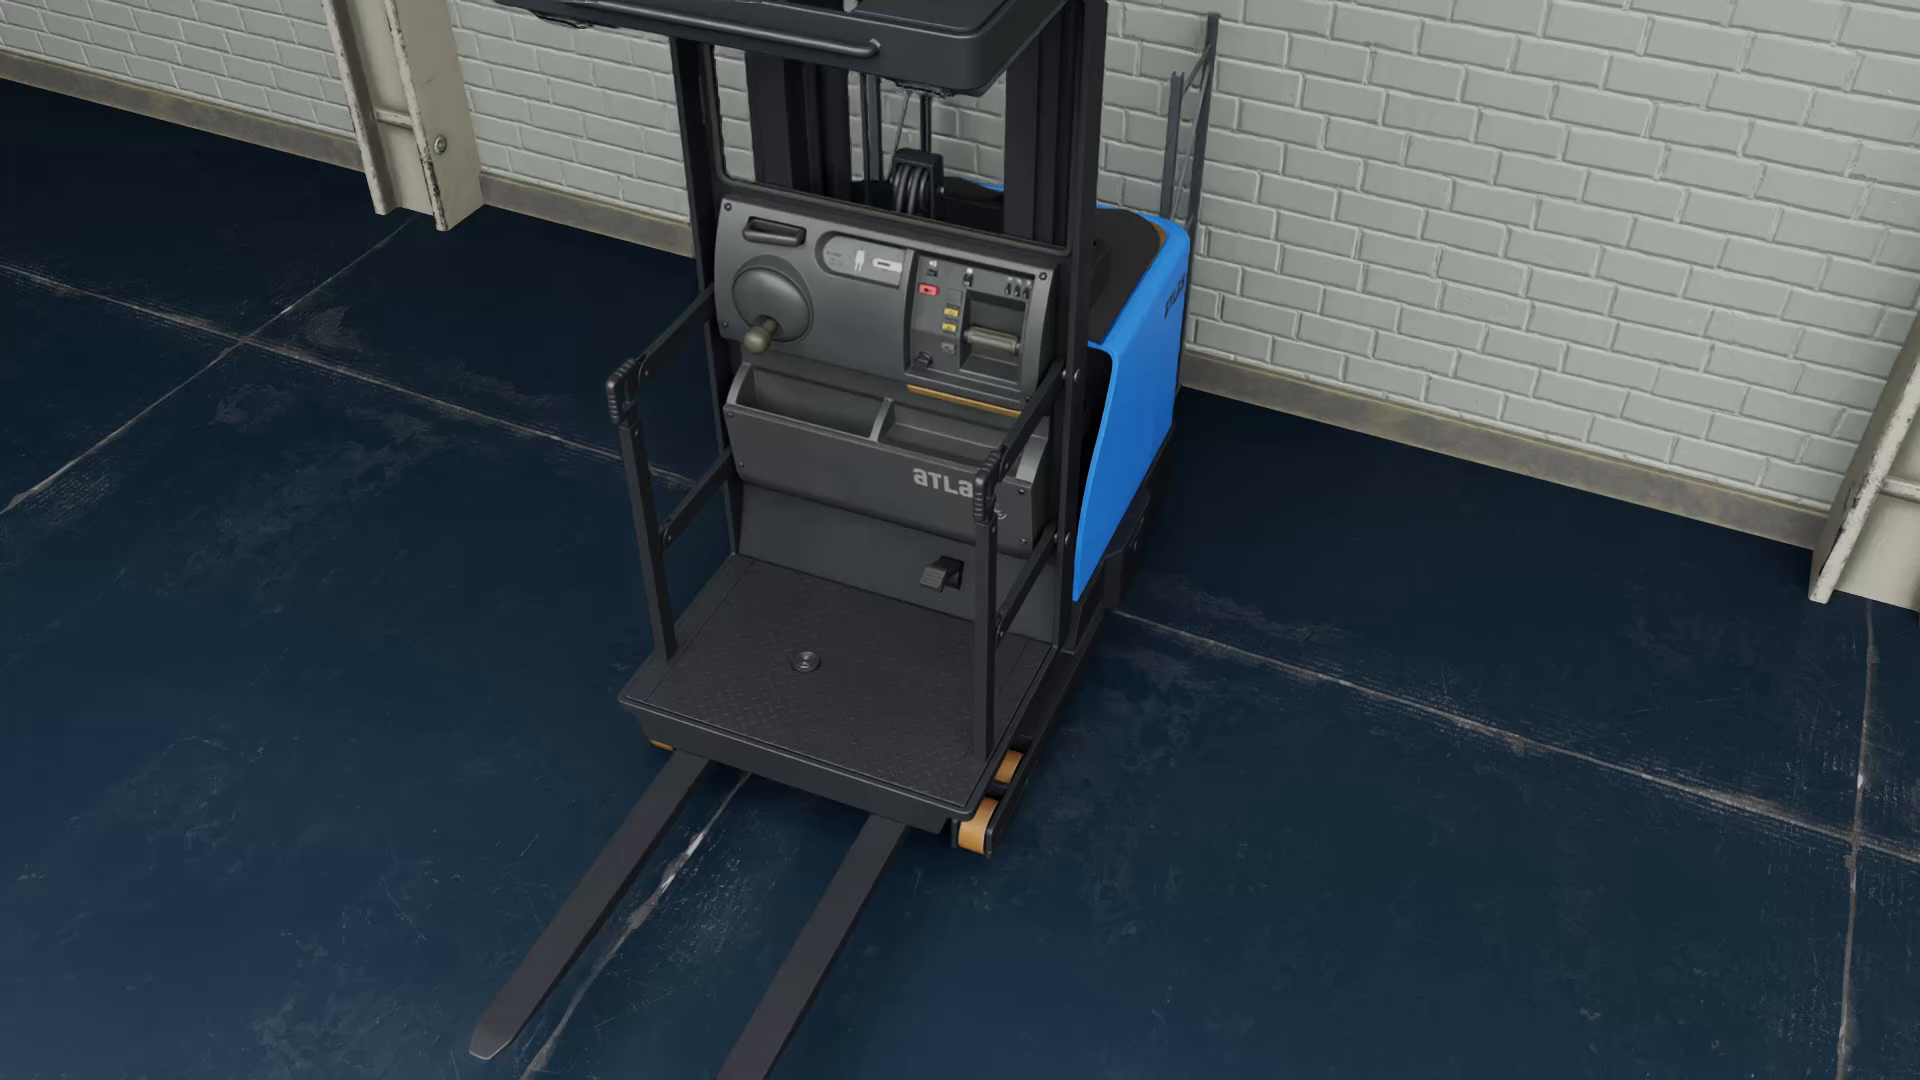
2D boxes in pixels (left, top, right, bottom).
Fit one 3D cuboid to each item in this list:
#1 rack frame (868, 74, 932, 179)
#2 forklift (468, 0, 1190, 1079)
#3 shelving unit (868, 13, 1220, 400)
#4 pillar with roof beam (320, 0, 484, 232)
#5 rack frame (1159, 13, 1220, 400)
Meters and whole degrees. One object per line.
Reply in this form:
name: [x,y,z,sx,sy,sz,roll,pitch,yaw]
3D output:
rack frame: [-0.203,-1.240,6.036,0.032,1.500,0.500,14,43,15]
forklift: [-0.291,-0.539,4.134,1.130,2.935,3.031,15,43,17]
shelving unit: [0.274,-1.124,5.902,1.048,1.500,0.538,14,43,15]
pillar with roof beam: [-4.196,-2.347,1.587,0.400,9.000,9.100,17,44,19]
rack frame: [0.750,-1.008,5.767,0.032,1.500,0.500,14,43,15]
